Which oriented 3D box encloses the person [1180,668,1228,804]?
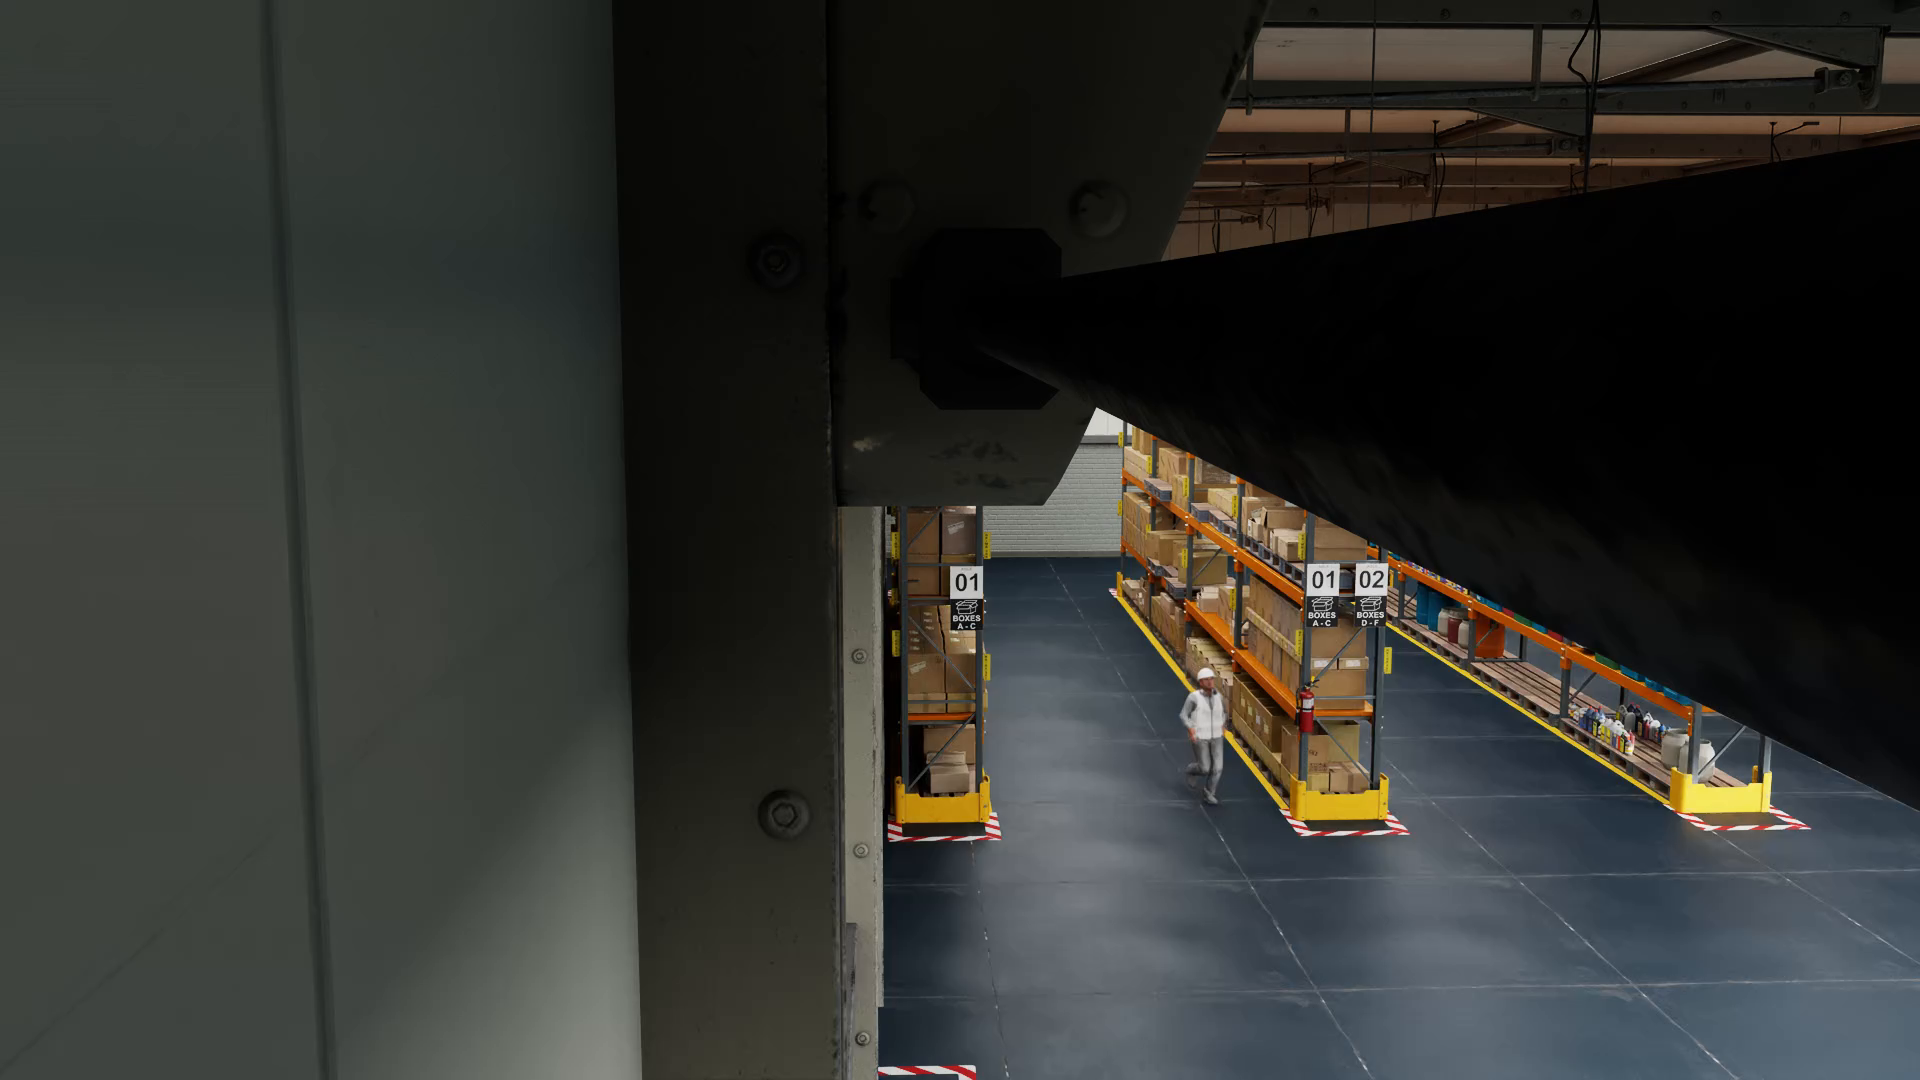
[{"bbox_3d":[3.158,2.496,21.309,0.650,1.711,0.602,-2,8,-15],"label":"person"}]
